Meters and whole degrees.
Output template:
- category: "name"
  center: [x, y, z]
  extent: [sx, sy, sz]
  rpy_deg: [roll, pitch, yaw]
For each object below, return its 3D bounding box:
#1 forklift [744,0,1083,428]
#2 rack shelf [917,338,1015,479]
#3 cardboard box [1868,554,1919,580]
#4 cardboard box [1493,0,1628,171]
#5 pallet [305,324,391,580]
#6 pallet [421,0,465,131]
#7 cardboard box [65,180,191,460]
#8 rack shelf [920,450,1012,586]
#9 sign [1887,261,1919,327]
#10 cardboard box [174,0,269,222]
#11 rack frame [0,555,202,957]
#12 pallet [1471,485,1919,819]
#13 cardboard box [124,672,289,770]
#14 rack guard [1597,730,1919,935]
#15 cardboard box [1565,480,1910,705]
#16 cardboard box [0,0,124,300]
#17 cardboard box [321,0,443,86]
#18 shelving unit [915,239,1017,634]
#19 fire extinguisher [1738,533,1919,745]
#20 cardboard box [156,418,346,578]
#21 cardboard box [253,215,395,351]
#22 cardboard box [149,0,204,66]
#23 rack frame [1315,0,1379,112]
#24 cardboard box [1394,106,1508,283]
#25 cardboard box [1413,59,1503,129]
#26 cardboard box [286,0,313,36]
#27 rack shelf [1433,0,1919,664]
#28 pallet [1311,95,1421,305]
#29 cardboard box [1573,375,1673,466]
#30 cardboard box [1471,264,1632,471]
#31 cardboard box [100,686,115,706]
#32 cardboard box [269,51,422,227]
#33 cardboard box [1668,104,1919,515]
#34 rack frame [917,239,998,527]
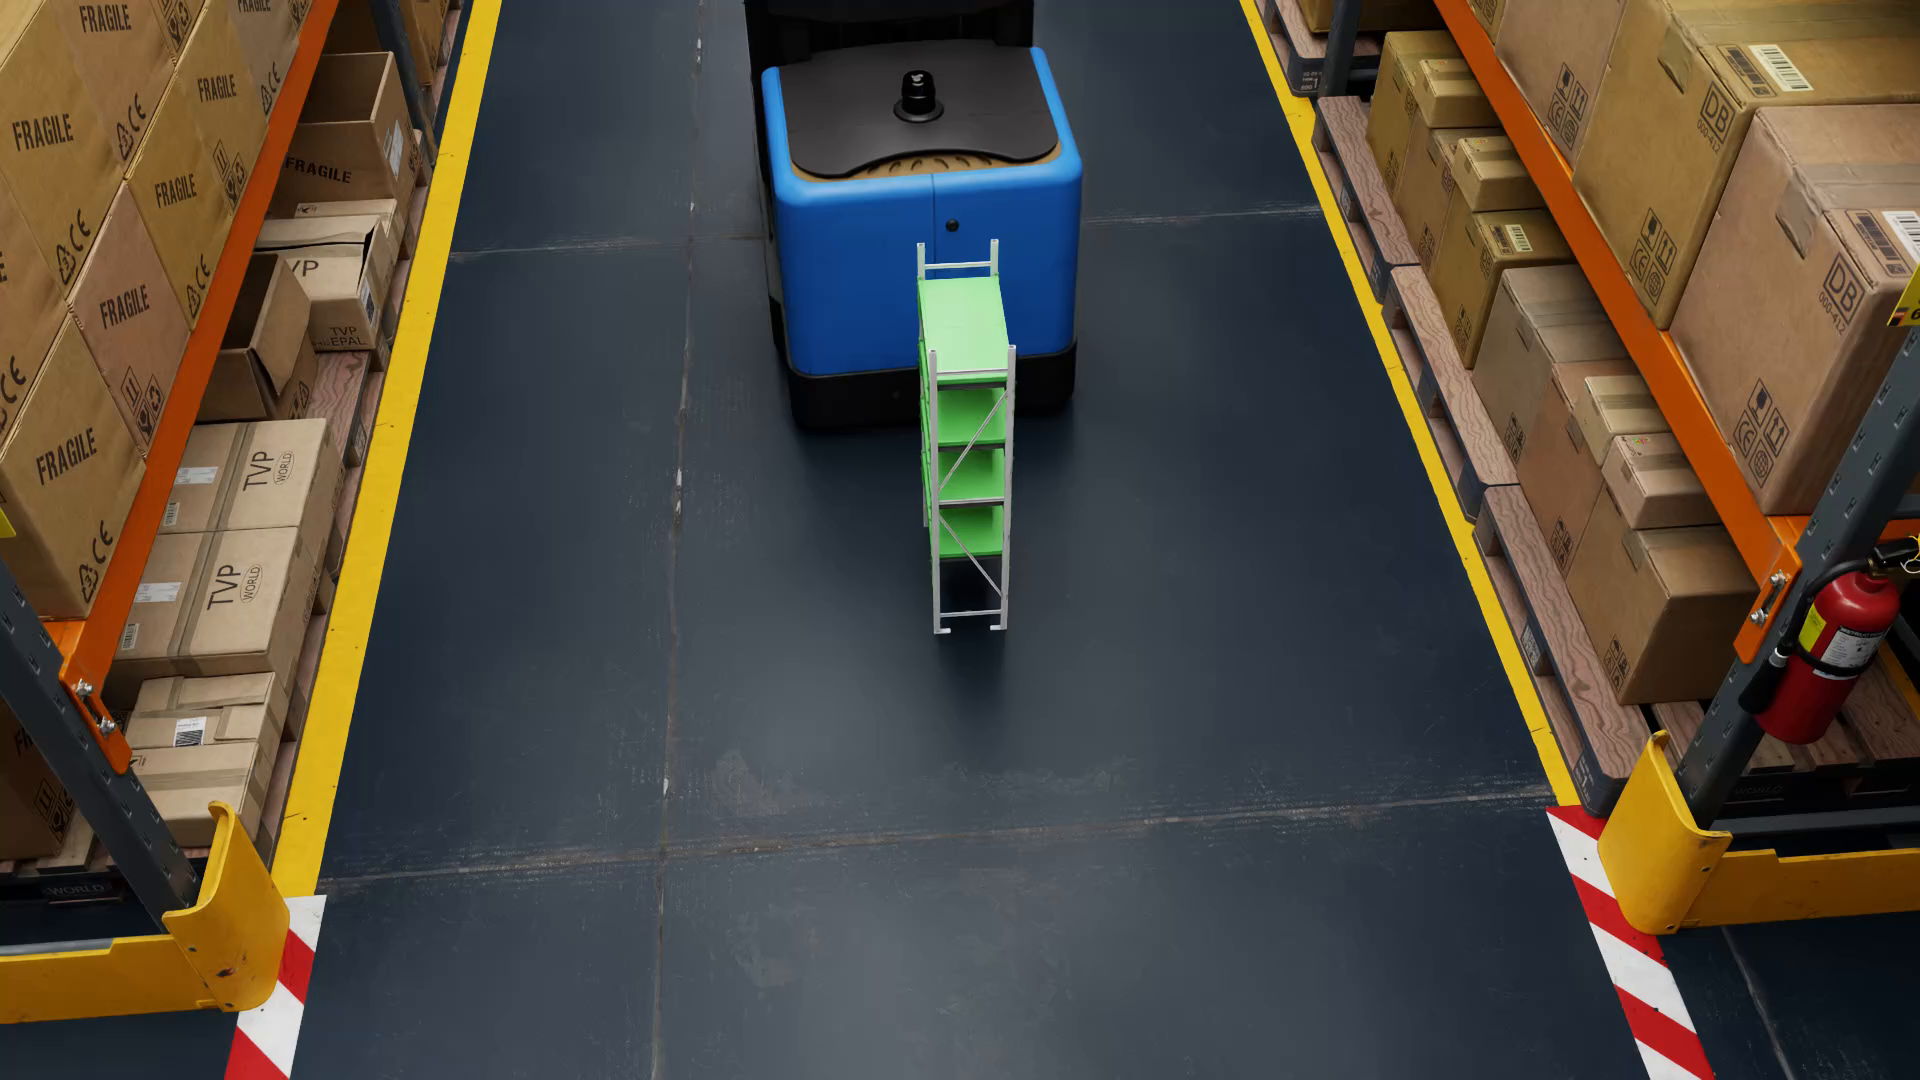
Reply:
- category: "forklift"
  center: [-0.300, -2.498, 6.097]
  extent: [1.130, 2.935, 3.031]
  rpy_deg: [-6, 47, -6]
- category: "rack shelf"
  center: [0.014, -0.414, 5.073]
  extent: [0.258, 0.148, 0.480]
  rpy_deg: [-3, 47, -3]
- category: "cardboard box"
  center: [2.514, -0.020, 4.688]
  extent: [0.380, 0.149, 0.250]
  rpy_deg: [-3, 47, -3]
- category: "cardboard box"
  center: [2.283, -1.639, 5.030]
  extent: [0.980, 0.700, 0.700]
  rpy_deg: [-6, 47, -5]
- category: "pallet"
  center: [-2.647, -0.339, 5.926]
  extent: [1.003, 0.211, 1.213]
  rpy_deg: [-3, 47, -3]
- category: "pallet"
  center: [-2.914, -2.307, 7.790]
  extent: [1.003, 0.211, 1.213]
  rpy_deg: [-3, 47, -3]
- category: "cardboard box"
  center: [-2.296, -0.530, 4.117]
  extent: [0.500, 0.500, 0.500]
  rpy_deg: [-4, 47, -4]
- category: "rack shelf"
  center: [0.014, -0.084, 5.422]
  extent: [0.258, 0.148, 0.480]
  rpy_deg: [-3, 47, -3]
- category: "sign"
  center: [1.921, -0.546, 3.241]
  extent: [0.100, 0.325, 0.005]
  rpy_deg: [-3, 47, -3]
- category: "cardboard box"
  center: [-2.376, -1.255, 4.804]
  extent: [0.500, 0.500, 0.500]
  rpy_deg: [-3, 47, -3]
- category: "rack frame"
  center: [-2.473, 0.214, 3.481]
  extent: [1.000, 3.000, 0.127]
  rpy_deg: [-3, 47, -3]
- category: "pallet"
  center: [2.318, 0.295, 5.325]
  extent: [1.003, 0.211, 1.213]
  rpy_deg: [-3, 47, -3]
- category: "cardboard box"
  center: [-2.187, 0.532, 4.828]
  extent: [0.380, 0.166, 0.250]
  rpy_deg: [-3, 47, -3]
- category: "rack guard"
  center: [2.465, 0.787, 4.660]
  extent: [1.175, 0.500, 0.348]
  rpy_deg: [-3, 47, -3]
- category: "cardboard box"
  center: [2.304, 0.125, 4.998]
  extent: [0.700, 0.500, 0.500]
  rpy_deg: [-3, 47, -3]
- category: "cardboard box"
  center: [-2.299, -0.879, 3.759]
  extent: [0.500, 0.500, 0.500]
  rpy_deg: [-3, 47, -3]
- category: "cardboard box"
  center: [-2.606, -2.336, 7.316]
  extent: [0.500, 0.500, 0.500]
  rpy_deg: [-5, 47, -5]
- category: "shelving unit"
  center: [0.014, -0.293, 5.201]
  extent: [0.258, 1.200, 0.503]
  rpy_deg: [-3, 47, -3]
- category: "fire extinguisher"
  center: [2.015, 0.202, 3.803]
  extent: [0.296, 0.674, 0.183]
  rpy_deg: [-3, 47, -3]
- category: "cardboard box"
  center: [-2.320, -0.126, 5.394]
  extent: [0.500, 0.250, 0.500]
  rpy_deg: [-3, 47, -3]
- category: "cardboard box"
  center: [-2.415, -0.969, 6.151]
  extent: [0.500, 0.311, 0.500]
  rpy_deg: [-3, 47, -3]
- category: "cardboard box"
  center: [-2.380, -1.609, 4.450]
  extent: [0.500, 0.500, 0.500]
  rpy_deg: [-4, 47, -4]
- category: "rack frame"
  center: [2.128, -2.984, 6.510]
  extent: [1.000, 3.000, 0.127]
  rpy_deg: [-3, 47, -3]
- category: "cardboard box"
  center: [2.127, -1.358, 6.402]
  extent: [0.700, 0.500, 0.500]
  rpy_deg: [-4, 47, -4]
- category: "cardboard box"
  center: [1.935, -1.685, 6.266]
  extent: [0.380, 0.149, 0.250]
  rpy_deg: [-2, 47, -2]
- category: "cardboard box"
  center: [-2.466, -1.995, 5.505]
  extent: [0.500, 0.500, 0.500]
  rpy_deg: [-2, 47, -2]
- category: "rack shelf"
  center: [2.295, -1.289, 5.401]
  extent: [1.077, 0.370, 4.000]
  rpy_deg: [-3, 47, -3]
- category: "pallet"
  center: [2.113, -1.470, 6.997]
  extent: [1.003, 0.211, 1.213]
  rpy_deg: [-3, 47, -3]
- category: "cardboard box"
  center: [2.090, -0.365, 5.015]
  extent: [0.380, 0.149, 0.250]
  rpy_deg: [-2, 47, -2]
- category: "cardboard box"
  center: [2.220, -0.601, 5.685]
  extent: [0.700, 0.500, 0.500]
  rpy_deg: [-5, 47, -5]
- category: "cardboard box"
  center: [-2.709, 0.360, 4.991]
  extent: [0.380, 0.166, 0.250]
  rpy_deg: [-3, 47, -3]
- category: "cardboard box"
  center: [-2.478, -1.577, 6.596]
  extent: [0.500, 0.500, 0.500]
  rpy_deg: [-3, 47, -3]
- category: "cardboard box"
  center: [2.410, -0.561, 4.009]
  extent: [0.980, 0.700, 0.700]
  rpy_deg: [-2, 47, -1]
- category: "rack frame"
  center: [-0.007, -0.469, 5.368]
  extent: [0.240, 1.200, 0.015]
  rpy_deg: [-3, 47, -3]
